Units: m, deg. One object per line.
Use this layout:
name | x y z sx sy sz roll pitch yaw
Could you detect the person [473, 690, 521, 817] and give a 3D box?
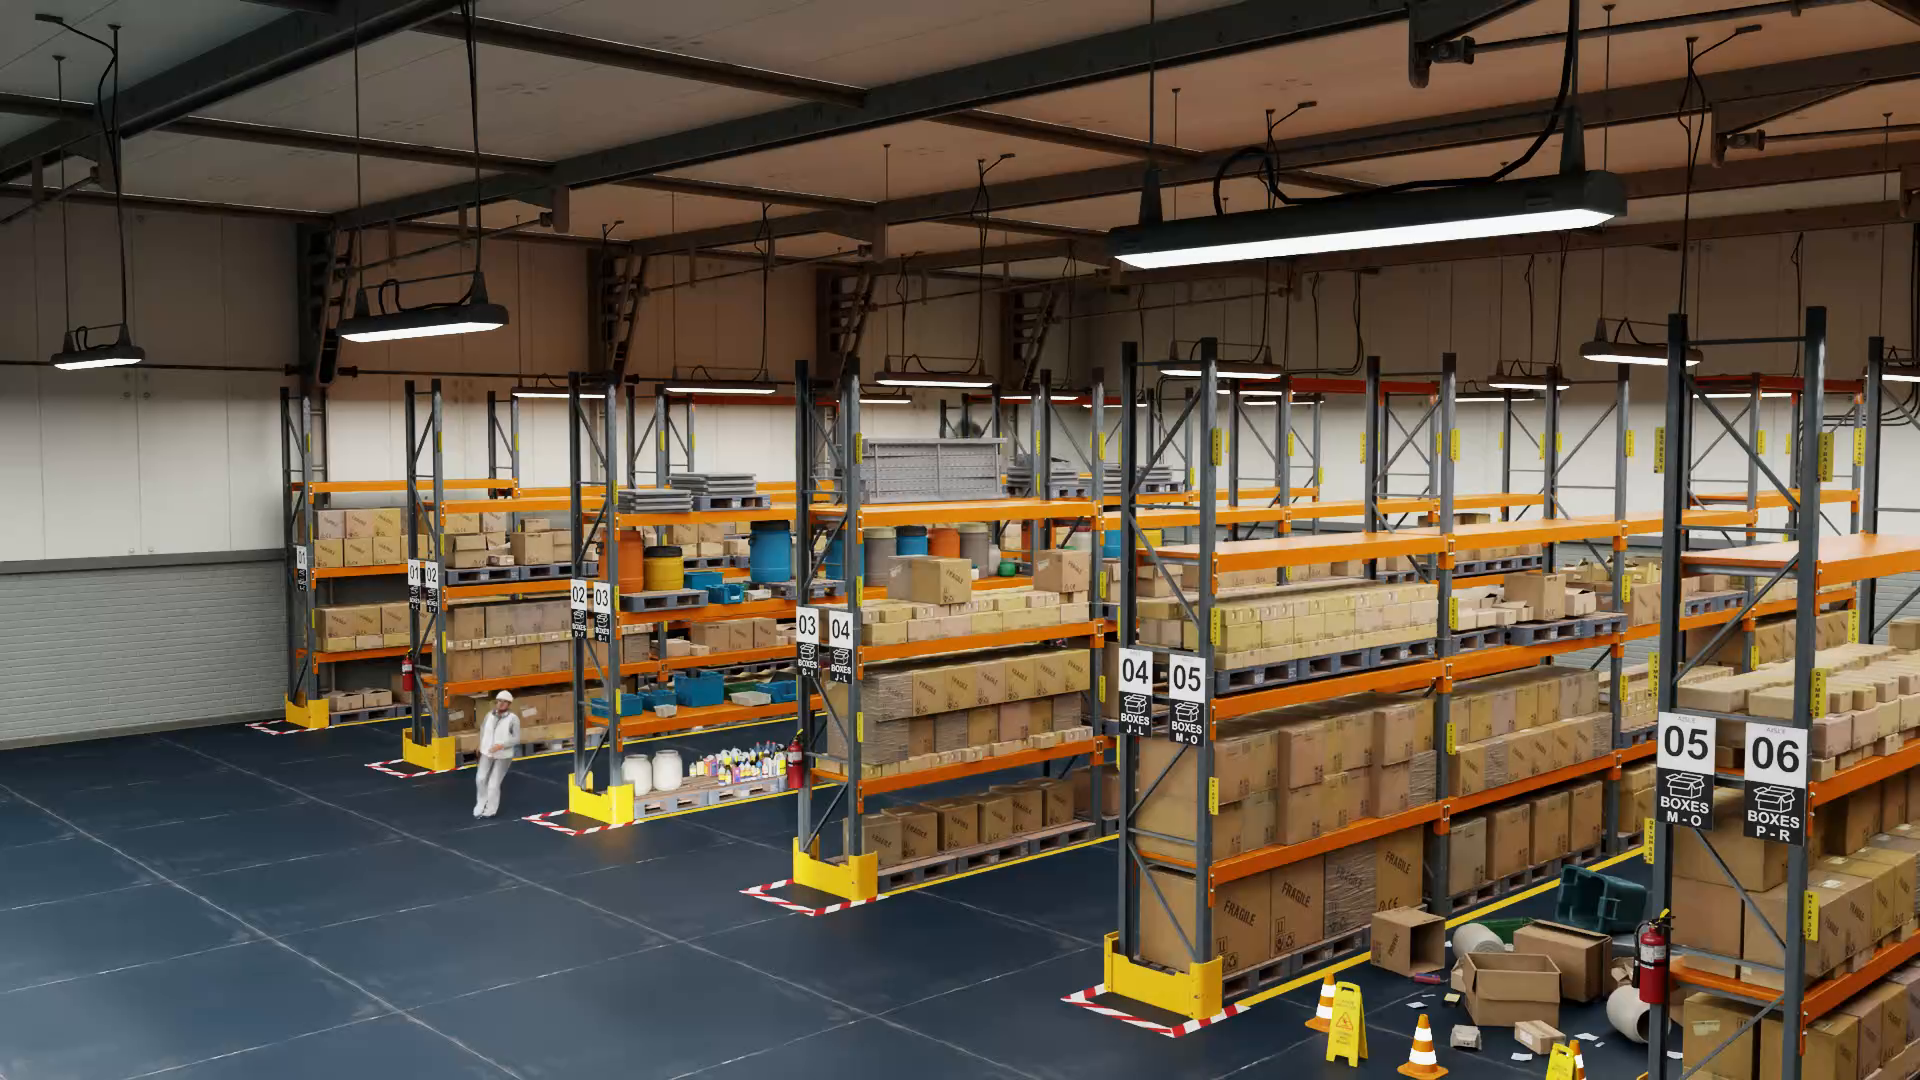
person | -6.195 2.872 22.238 0.652 1.706 0.636 0 4 4
